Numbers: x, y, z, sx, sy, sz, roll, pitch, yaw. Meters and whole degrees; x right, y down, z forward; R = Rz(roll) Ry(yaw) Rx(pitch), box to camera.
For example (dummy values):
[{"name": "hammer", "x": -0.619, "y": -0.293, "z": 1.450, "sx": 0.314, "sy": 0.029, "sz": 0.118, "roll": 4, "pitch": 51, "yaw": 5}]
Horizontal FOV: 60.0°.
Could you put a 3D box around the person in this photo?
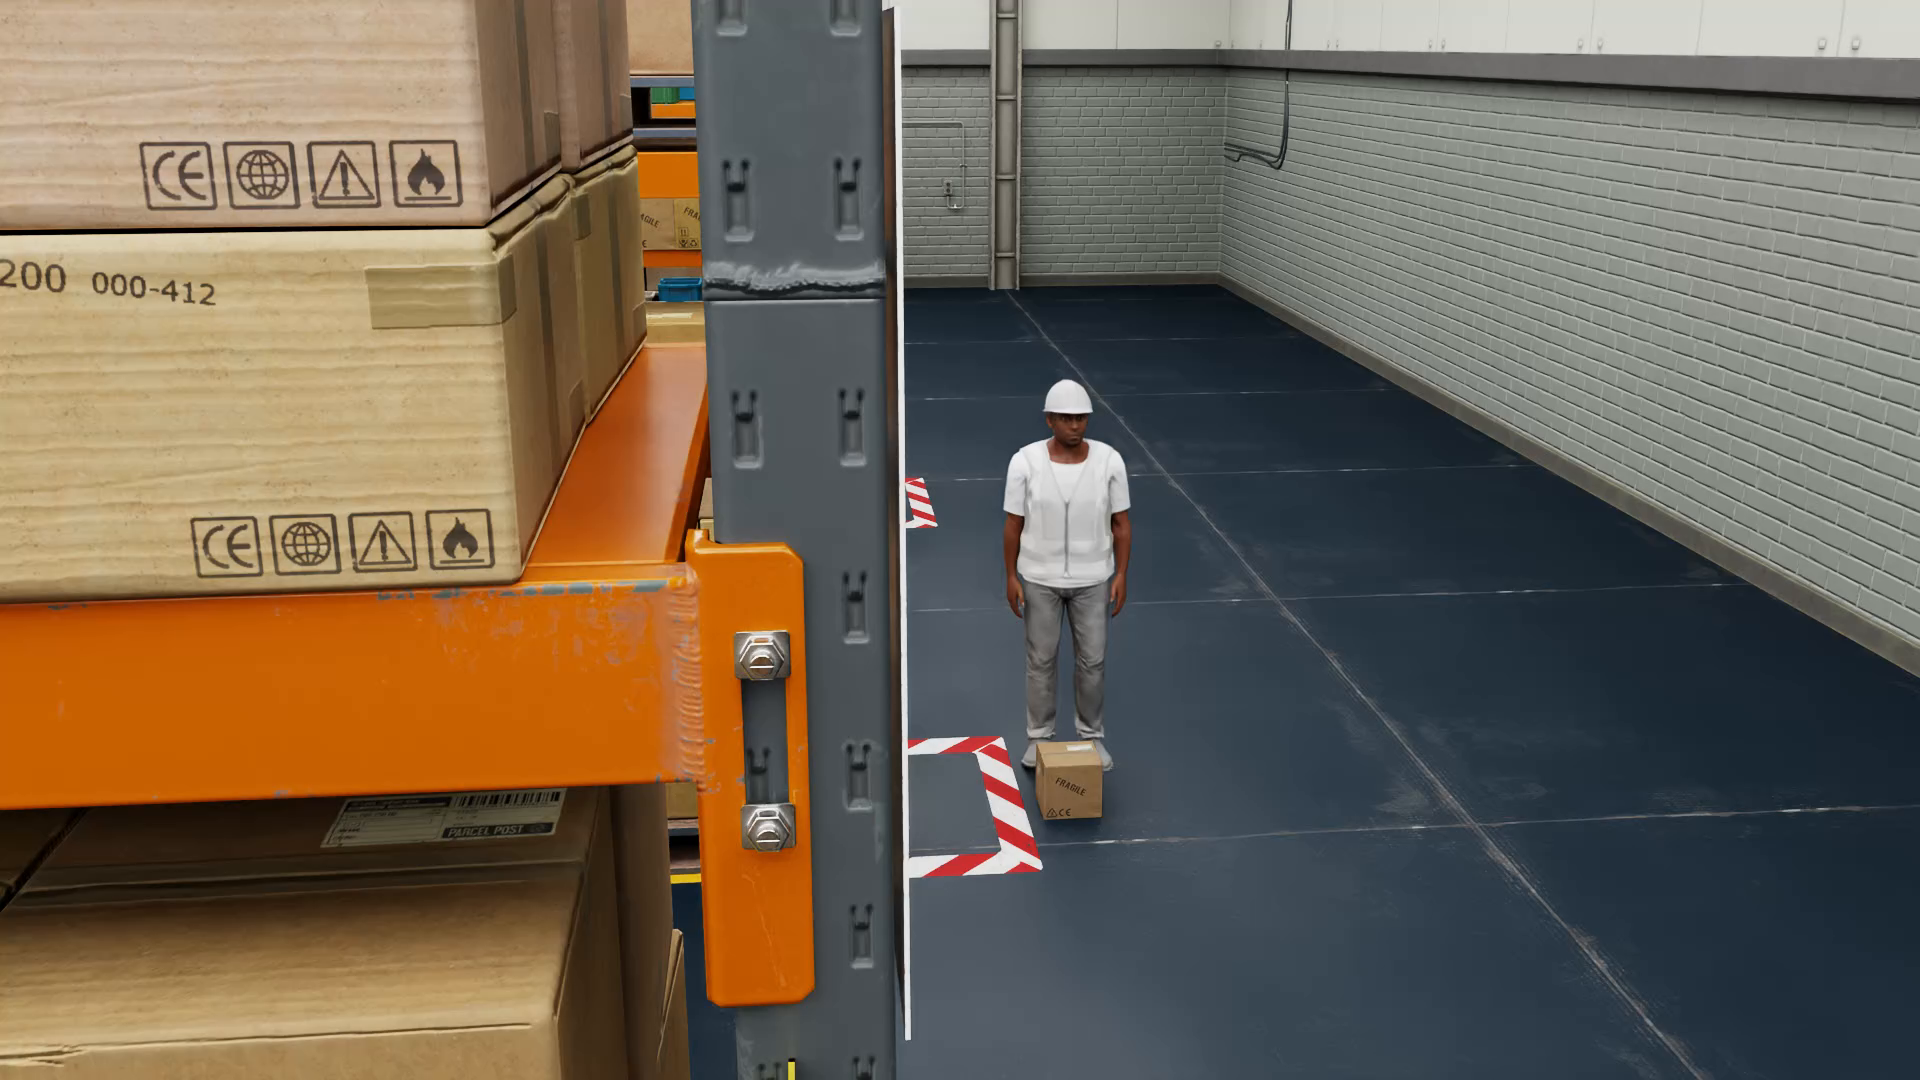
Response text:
[{"name": "person", "x": 0.478, "y": 0.171, "z": 7.438, "sx": 0.569, "sy": 1.781, "sz": 0.362, "roll": 0, "pitch": 17, "yaw": 2}]
